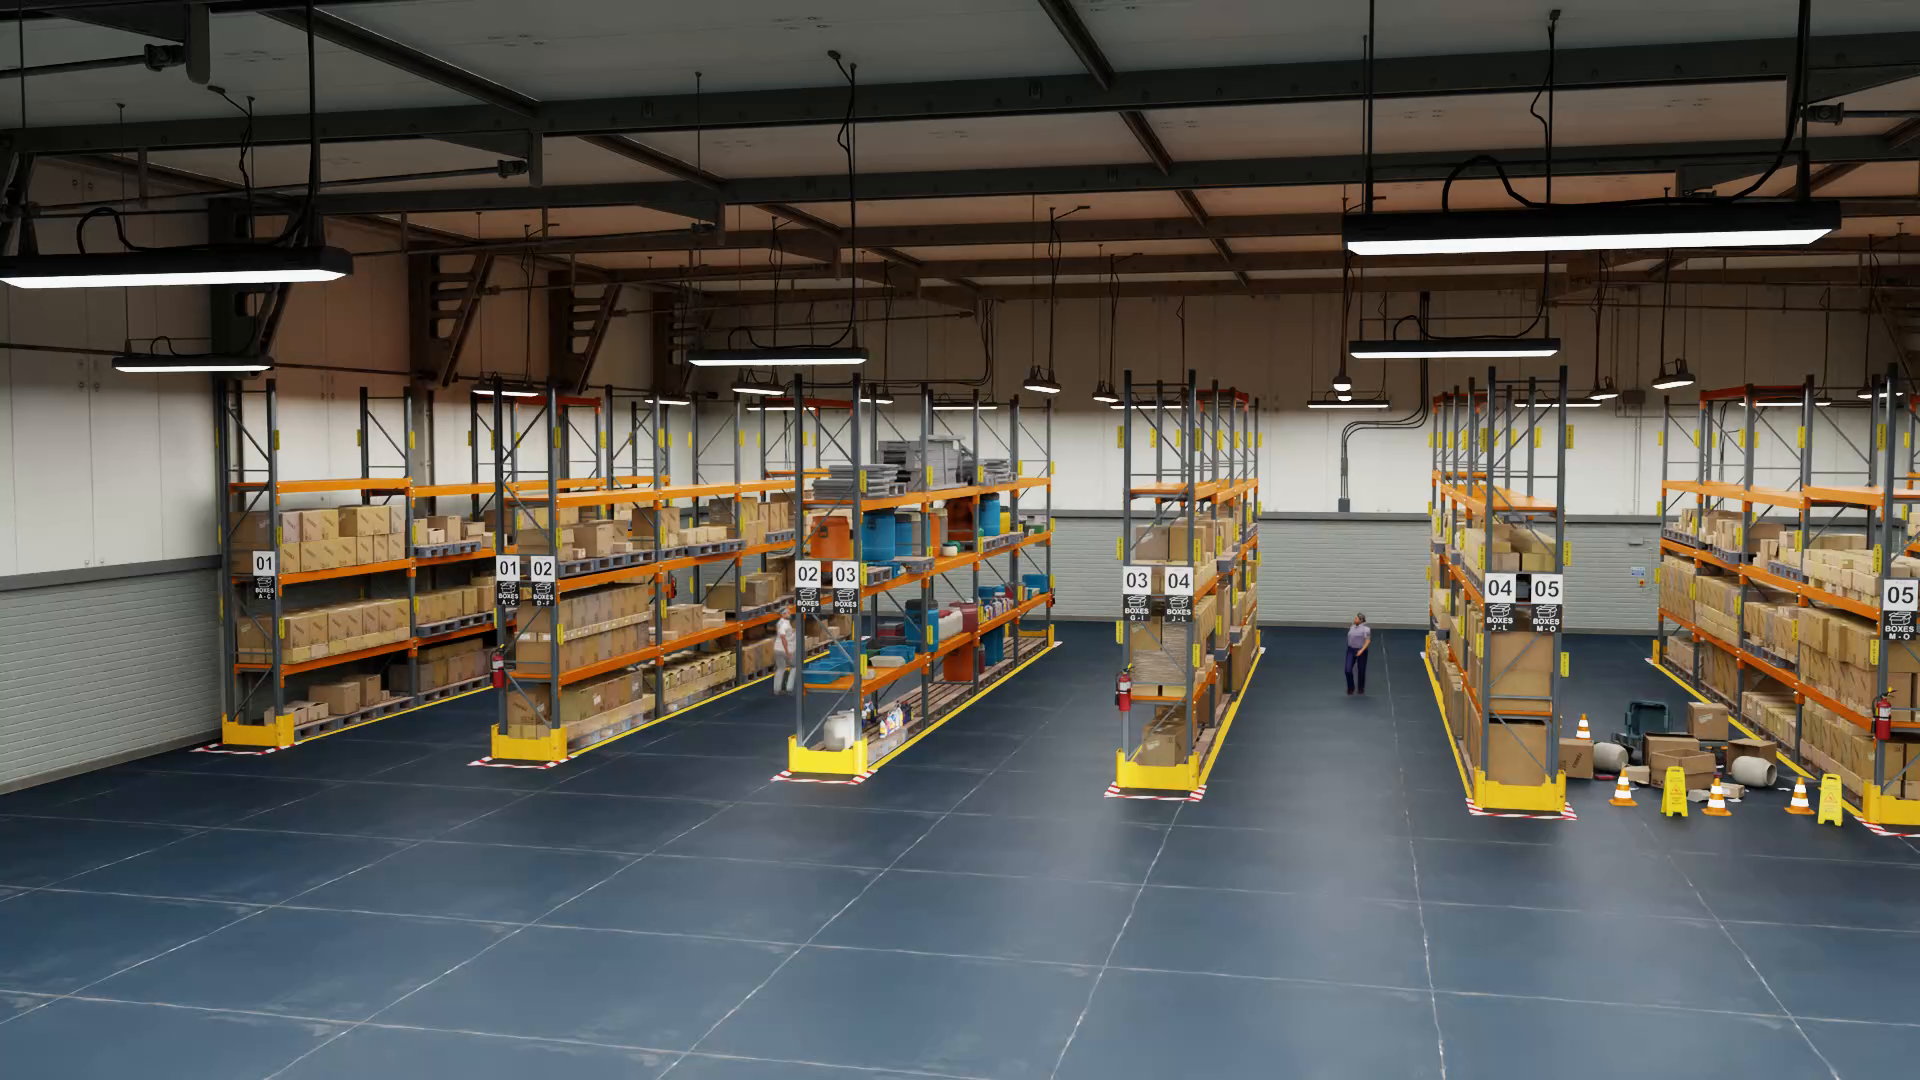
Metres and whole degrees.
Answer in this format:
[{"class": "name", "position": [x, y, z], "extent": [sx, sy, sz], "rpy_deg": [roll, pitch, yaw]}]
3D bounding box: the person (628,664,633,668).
[{"class": "person", "position": [-7.256, 2.044, 35.464], "extent": [0.578, 1.650, 0.883], "rpy_deg": [-3, 4, -38]}]

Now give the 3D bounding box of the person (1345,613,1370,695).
[{"class": "person", "position": [7.794, 2.268, 32.633], "extent": [0.510, 1.681, 0.663], "rpy_deg": [2, 4, 24]}]

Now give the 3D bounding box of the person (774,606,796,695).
[{"class": "person", "position": [-3.378, 2.213, 32.705], "extent": [0.574, 1.865, 0.717], "rpy_deg": [3, 4, 40]}]
